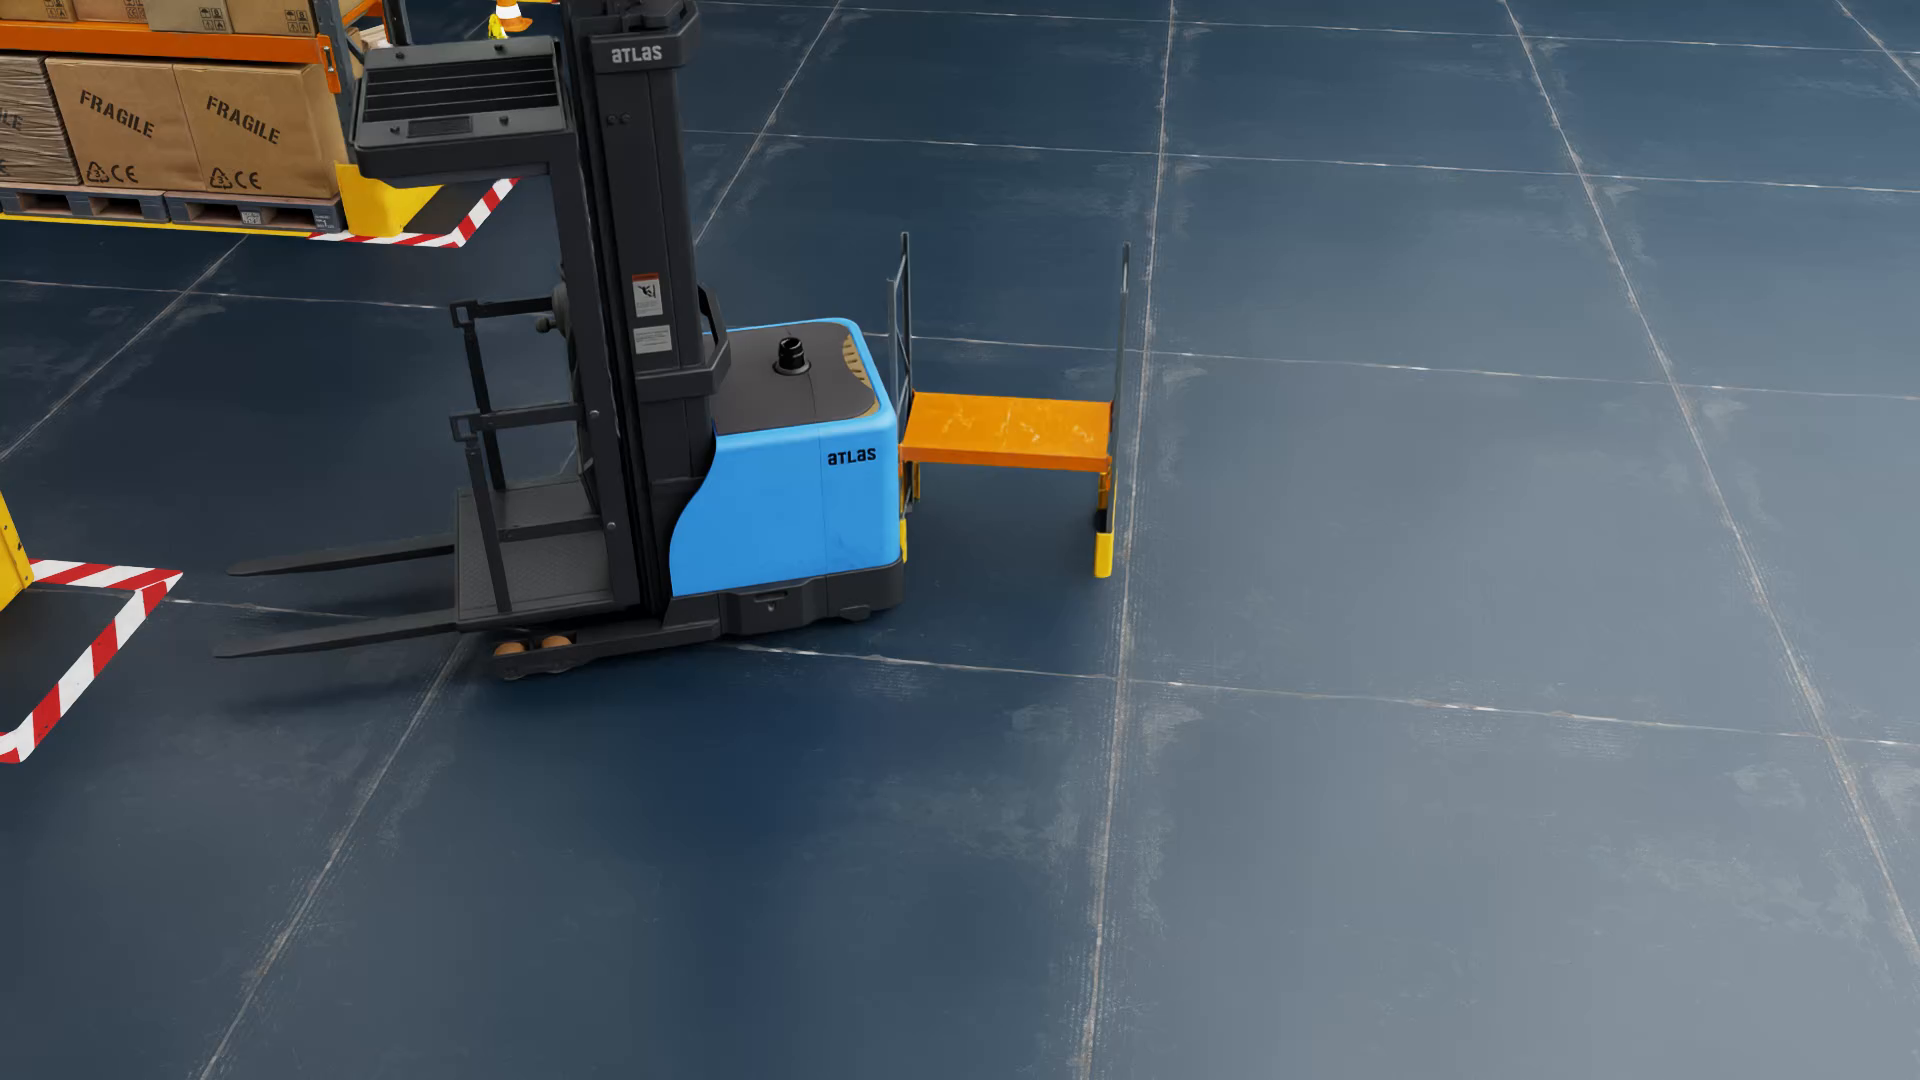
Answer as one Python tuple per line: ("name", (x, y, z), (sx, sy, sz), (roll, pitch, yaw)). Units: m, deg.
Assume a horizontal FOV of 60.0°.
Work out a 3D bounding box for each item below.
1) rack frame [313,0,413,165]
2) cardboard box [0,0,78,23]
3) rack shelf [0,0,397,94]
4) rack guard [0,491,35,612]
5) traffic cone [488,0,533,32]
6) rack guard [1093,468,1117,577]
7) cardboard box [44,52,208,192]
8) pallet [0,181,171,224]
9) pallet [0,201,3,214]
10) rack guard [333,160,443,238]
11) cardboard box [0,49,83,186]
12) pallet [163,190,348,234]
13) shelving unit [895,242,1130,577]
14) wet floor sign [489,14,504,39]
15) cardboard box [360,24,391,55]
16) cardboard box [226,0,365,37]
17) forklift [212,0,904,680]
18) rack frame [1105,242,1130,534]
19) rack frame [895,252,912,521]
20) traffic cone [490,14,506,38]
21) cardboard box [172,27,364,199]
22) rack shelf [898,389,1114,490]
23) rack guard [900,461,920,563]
("rack frame", (-3.876, -3.581, 10.685), (0.127, 3.000, 1.000), (4, 36, 6))
("cardboard box", (-5.868, -3.801, 10.864), (0.500, 0.550, 0.875), (4, 36, 6))
("rack shelf", (-5.859, -3.436, 11.102), (4.000, 0.370, 1.077), (4, 36, 6))
("rack guard", (-4.683, 0.281, 7.425), (0.348, 0.500, 1.175), (4, 36, 6))
("traffic cone", (-3.936, -4.696, 14.432), (0.334, 0.463, 0.336), (4, 36, 6))
("rack guard", (0.714, -0.094, 8.166), (0.087, 0.250, 0.587), (4, 36, 5))
("cardboard box", (-5.430, -2.963, 11.287), (0.875, 0.875, 0.875), (4, 36, 5))
("pallet", (-5.885, -2.552, 11.644), (1.213, 0.211, 1.003), (4, 36, 6))
("pallet", (-7.099, -2.640, 11.768), (1.213, 0.211, 1.003), (4, 36, 6))
("rack guard", (-3.852, -2.562, 11.409), (0.348, 0.500, 1.175), (4, 36, 6))
("cardboard box", (-6.334, -3.032, 11.383), (0.875, 0.875, 0.875), (5, 36, 6))
("pallet", (-4.679, -2.460, 11.515), (1.213, 0.211, 1.003), (4, 36, 6))
("shelving unit", (0.219, -0.633, 7.846), (1.083, 1.500, 0.587), (4, 36, 5))
("wet floor sign", (-3.595, -3.761, 12.965), (0.232, 0.644, 0.267), (-2, 36, -2))
("cardboard box", (-4.902, -4.213, 14.025), (0.250, 0.149, 0.380), (24, 42, 30))
("cardboard box", (-4.249, -3.643, 10.644), (0.550, 0.550, 0.875), (4, 36, 6))
("forklift", (-1.835, -0.912, 7.005), (3.031, 2.935, 1.130), (-8, 36, -11))
("rack frame", (0.733, -0.601, 7.802), (0.032, 1.500, 0.500), (4, 36, 5))
("rack frame", (-0.277, -0.665, 7.891), (0.013, 1.308, 0.475), (4, 36, 5))
("traffic cone", (-3.740, -4.032, 13.501), (0.334, 0.463, 0.336), (4, 36, 6))
("cardboard box", (-4.557, -2.899, 11.197), (0.875, 0.875, 0.875), (4, 36, 6))
("rack shelf", (0.228, -0.486, 7.950), (1.000, 0.185, 0.538), (4, 36, 5))
("rack guard", (-0.276, -0.155, 8.253), (0.087, 0.250, 0.587), (4, 36, 5))
